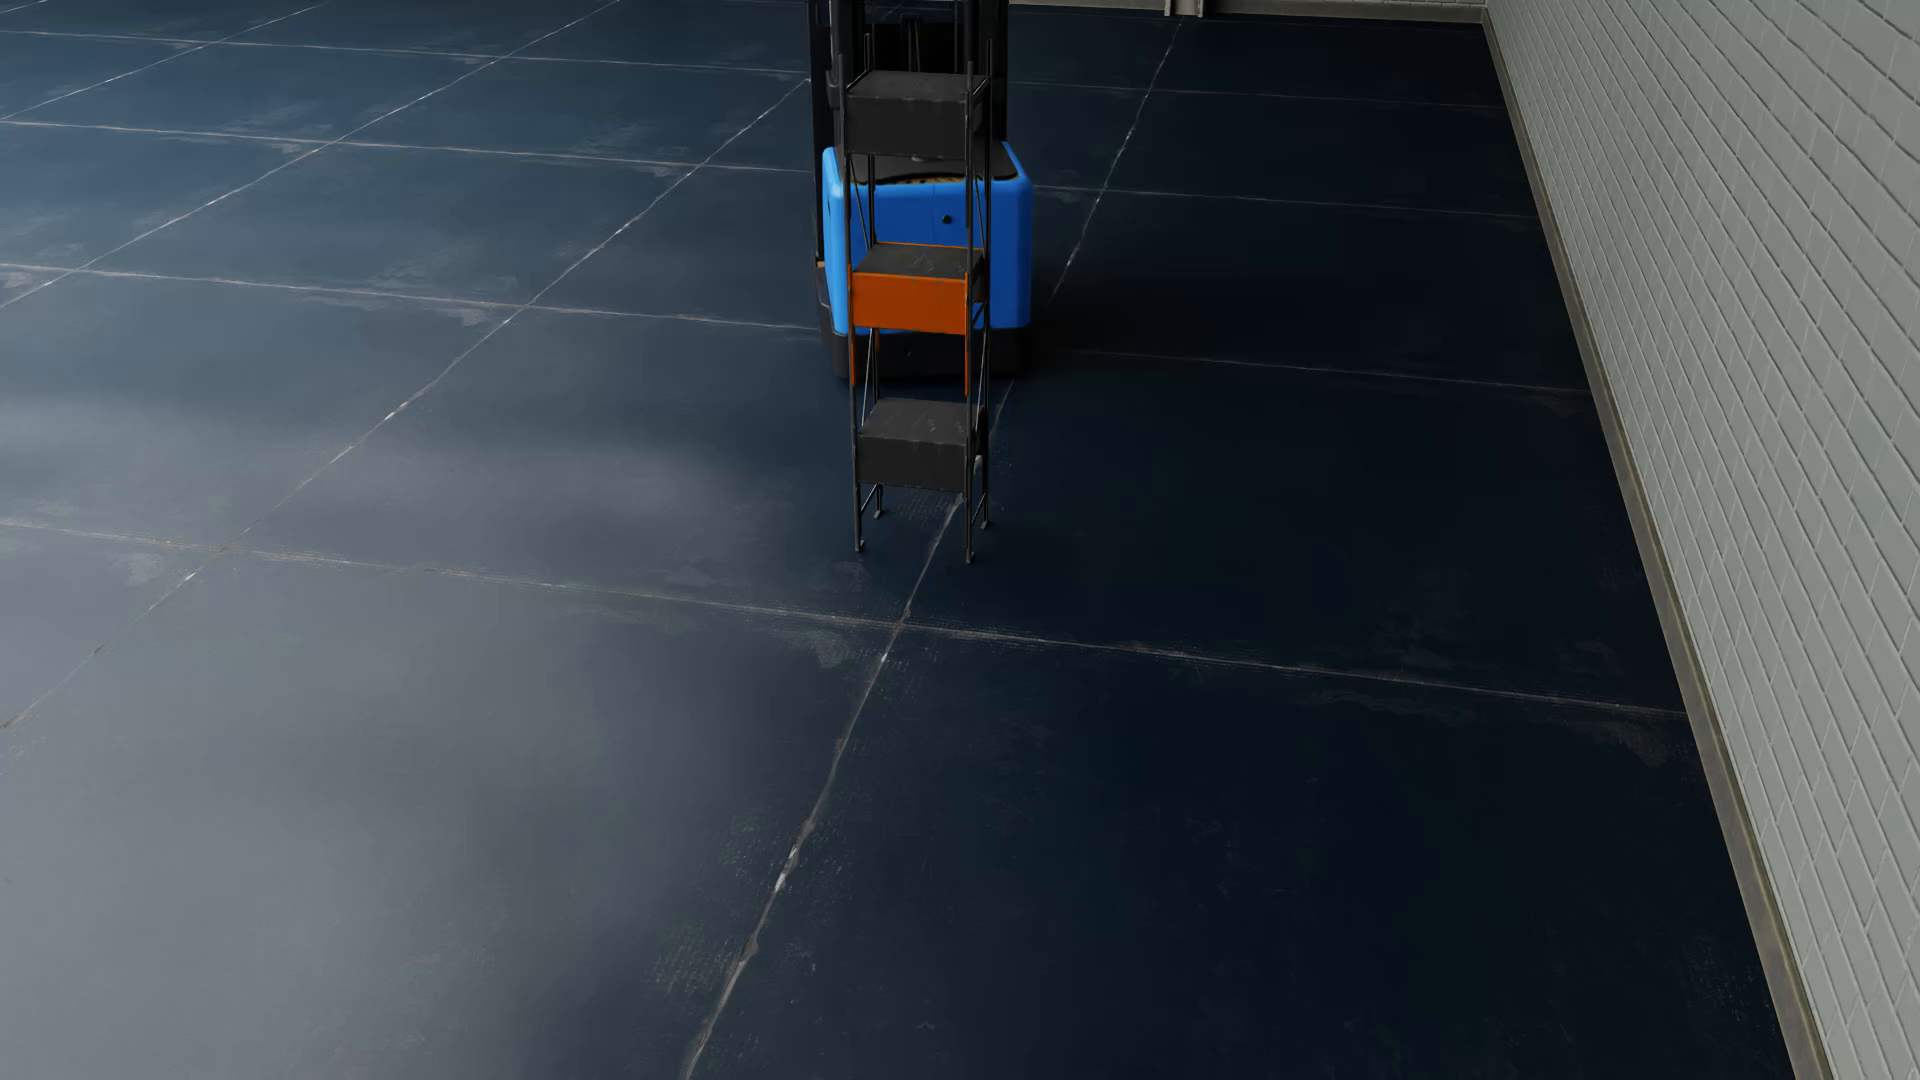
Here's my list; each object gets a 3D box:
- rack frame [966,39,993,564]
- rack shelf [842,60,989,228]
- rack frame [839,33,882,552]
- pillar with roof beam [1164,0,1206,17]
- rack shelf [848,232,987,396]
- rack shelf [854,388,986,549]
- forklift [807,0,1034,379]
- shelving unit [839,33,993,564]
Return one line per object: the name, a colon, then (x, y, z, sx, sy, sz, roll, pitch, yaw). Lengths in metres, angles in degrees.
rack frame: (0.077, -0.913, 6.731, 0.015, 2.100, 0.400, 6, 29, 11)
rack shelf: (-0.162, -1.540, 6.447, 0.480, 0.518, 0.431, 6, 29, 11)
rack frame: (-0.401, -0.962, 6.821, 0.015, 2.100, 0.400, 6, 29, 11)
pillar with roof beam: (1.430, -7.372, 11.346, 0.400, 9.000, 9.100, 6, 29, 11)
rack shelf: (-0.162, -0.926, 6.783, 0.480, 0.518, 0.431, 6, 29, 11)
rack shelf: (-0.162, -0.312, 7.119, 0.480, 0.518, 0.431, 6, 29, 11)
forklift: (-0.314, -2.801, 9.315, 1.130, 2.935, 3.031, -3, 29, -6)
shelving unit: (-0.162, -0.938, 6.776, 0.503, 2.100, 0.431, 6, 29, 11)
